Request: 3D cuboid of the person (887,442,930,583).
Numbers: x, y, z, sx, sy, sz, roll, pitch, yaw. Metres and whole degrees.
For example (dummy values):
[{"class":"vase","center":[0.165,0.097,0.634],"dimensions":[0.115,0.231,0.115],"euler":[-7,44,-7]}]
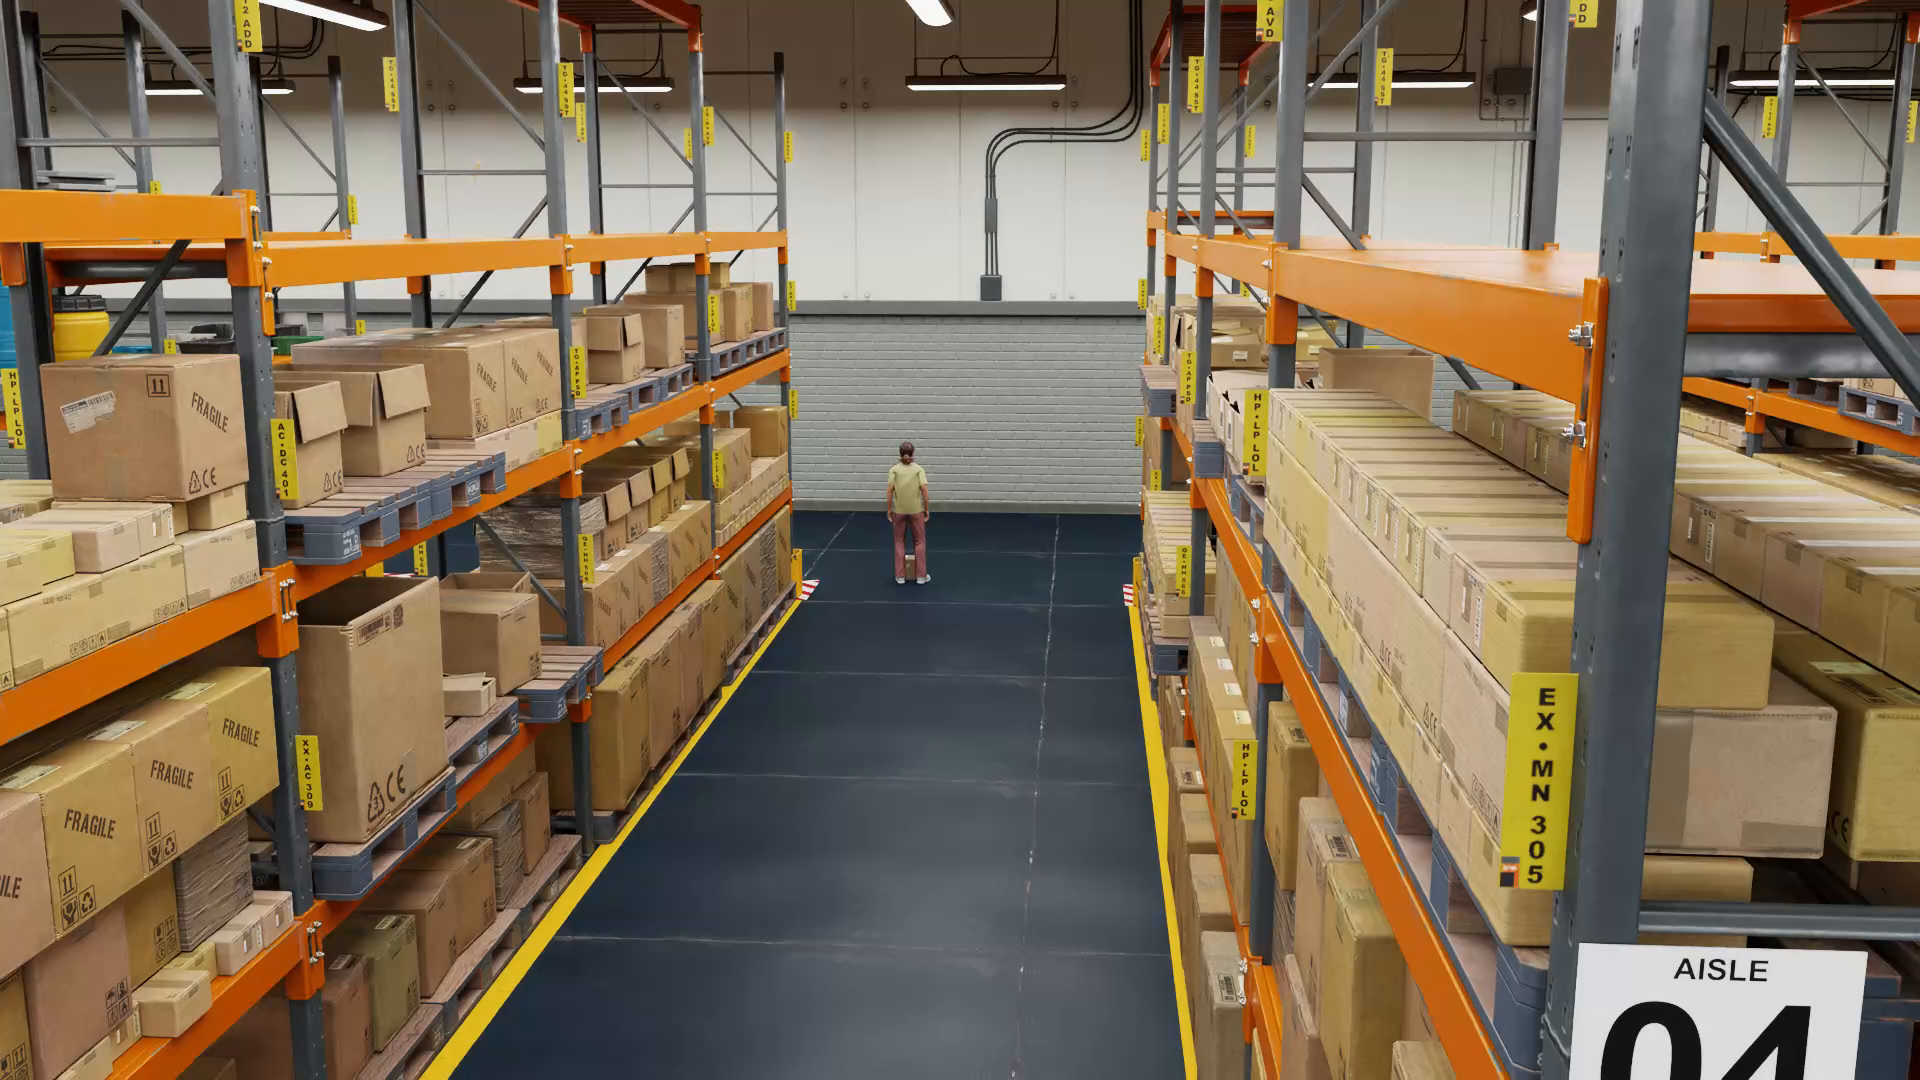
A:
[{"class":"person","center":[-0.610,-0.321,19.614],"dimensions":[0.501,1.673,0.353],"euler":[1,11,3]}]
